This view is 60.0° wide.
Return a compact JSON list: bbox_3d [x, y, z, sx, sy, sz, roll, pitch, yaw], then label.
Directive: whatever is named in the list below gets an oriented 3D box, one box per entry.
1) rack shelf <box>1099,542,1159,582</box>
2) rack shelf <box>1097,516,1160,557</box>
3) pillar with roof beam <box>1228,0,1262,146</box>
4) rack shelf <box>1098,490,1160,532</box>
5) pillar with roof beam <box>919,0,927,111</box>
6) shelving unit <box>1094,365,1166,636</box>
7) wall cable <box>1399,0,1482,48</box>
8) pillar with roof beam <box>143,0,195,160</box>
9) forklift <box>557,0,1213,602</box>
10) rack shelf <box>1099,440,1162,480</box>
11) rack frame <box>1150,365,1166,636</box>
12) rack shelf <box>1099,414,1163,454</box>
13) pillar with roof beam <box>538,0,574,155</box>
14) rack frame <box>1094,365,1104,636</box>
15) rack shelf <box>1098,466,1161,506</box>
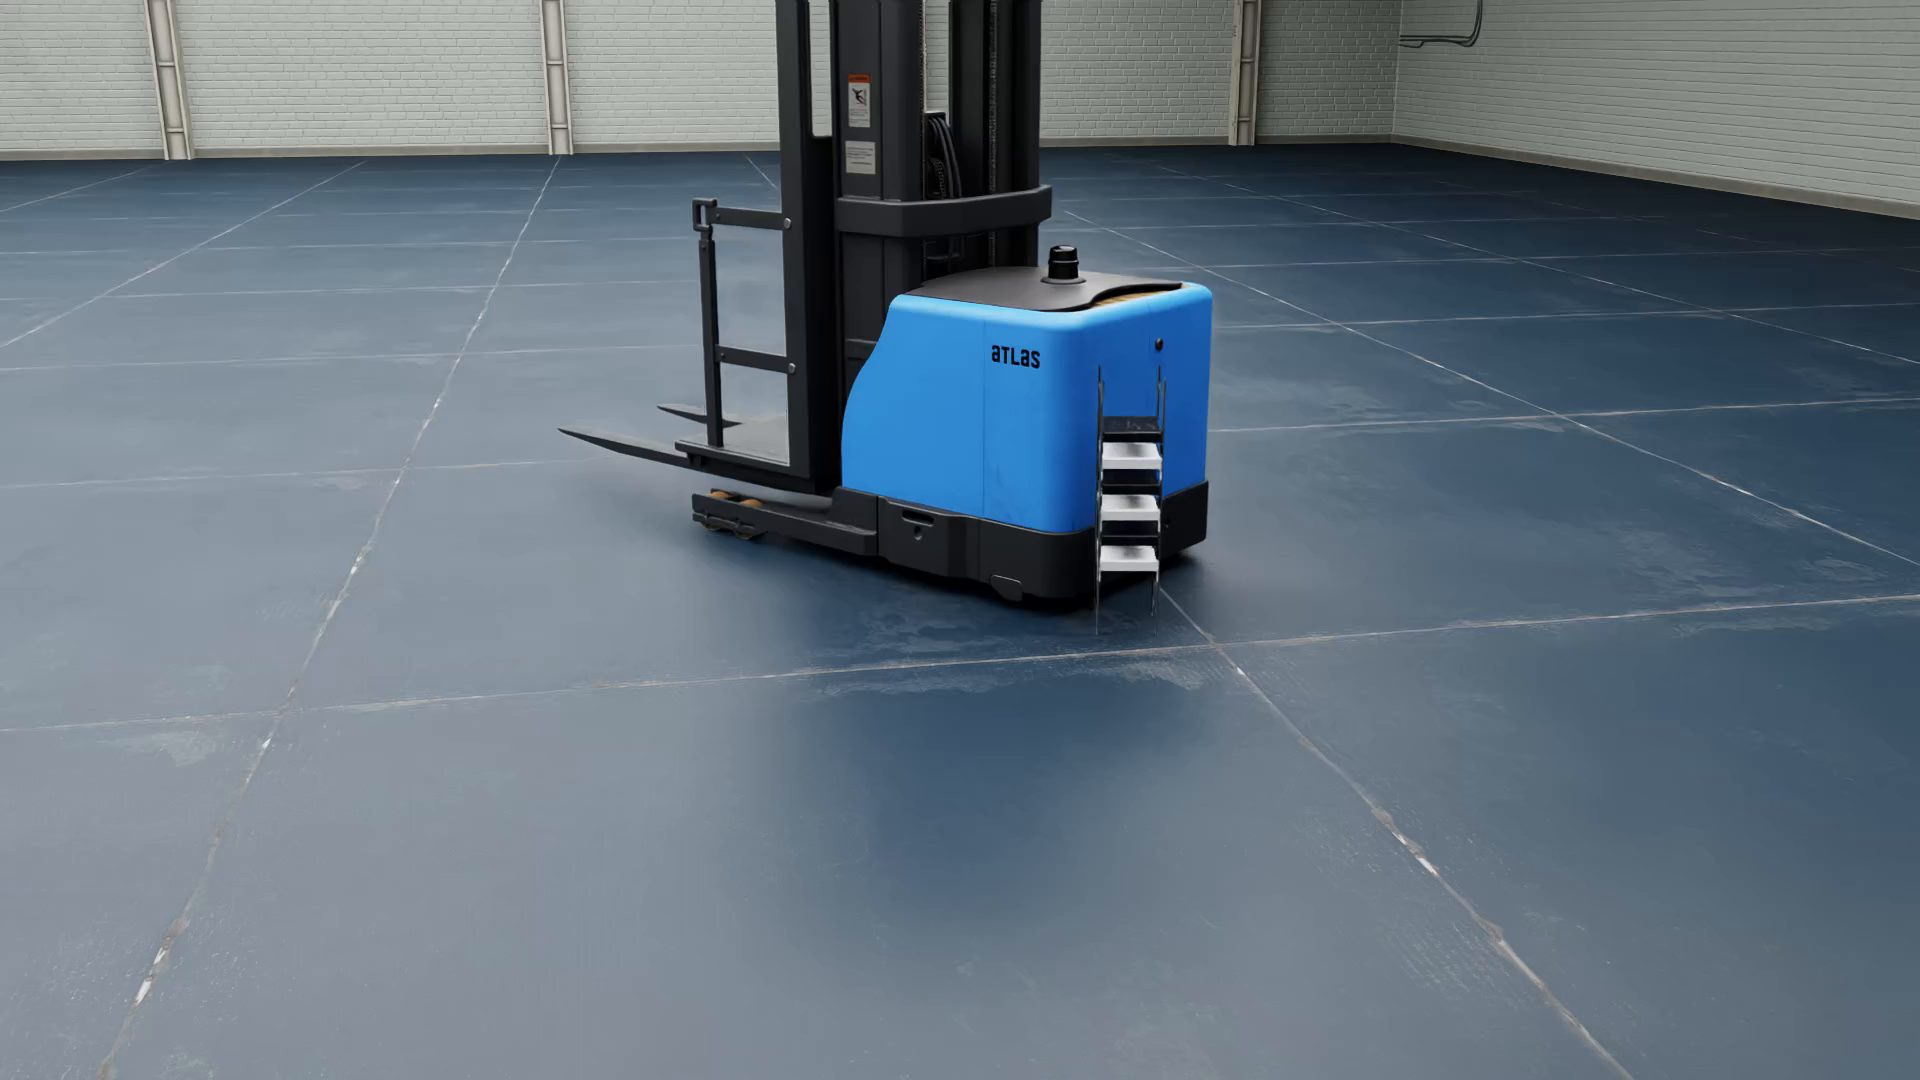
[{"bbox_3d":[0.579,0.069,5.773,0.200,0.077,0.258,0,18,2],"label":"rack shelf"},{"bbox_3d":[0.578,-0.017,5.746,0.200,0.077,0.258,0,18,2],"label":"rack shelf"},{"bbox_3d":[5.906,-10.215,24.743,0.400,9.000,9.100,-3,17,-10],"label":"pillar with roof beam"},{"bbox_3d":[0.578,-0.102,5.718,0.200,0.077,0.258,0,18,2],"label":"rack shelf"},{"bbox_3d":[0.015,-9.881,23.655,0.400,9.000,9.100,-3,17,-10],"label":"pillar with roof beam"},{"bbox_3d":[0.577,-0.134,5.708,0.210,0.900,0.258,0,18,2],"label":"shelving unit"},{"bbox_3d":[8.233,-9.755,28.533,0.112,2.526,3.097,-3,17,-10],"label":"wall cable"},{"bbox_3d":[-11.767,-9.212,21.479,0.400,9.000,9.100,-3,17,-10],"label":"pillar with roof beam"},{"bbox_3d":[-0.490,-1.509,6.733,3.031,2.935,1.130,13,21,37],"label":"forklift"},{"bbox_3d":[0.576,-0.274,5.663,0.200,0.077,0.258,0,18,2],"label":"rack shelf"},{"bbox_3d":[0.679,-0.134,5.705,0.006,0.900,0.240,0,18,2],"label":"rack frame"},{"bbox_3d":[0.576,-0.359,5.636,0.200,0.077,0.258,0,18,2],"label":"rack shelf"},{"bbox_3d":[-5.876,-9.547,22.567,0.400,9.000,9.100,-3,17,-10],"label":"pillar with roof beam"},{"bbox_3d":[0.476,-0.134,5.711,0.006,0.900,0.240,0,18,2],"label":"rack frame"},{"bbox_3d":[0.577,-0.188,5.691,0.200,0.077,0.258,0,18,2],"label":"rack shelf"}]
